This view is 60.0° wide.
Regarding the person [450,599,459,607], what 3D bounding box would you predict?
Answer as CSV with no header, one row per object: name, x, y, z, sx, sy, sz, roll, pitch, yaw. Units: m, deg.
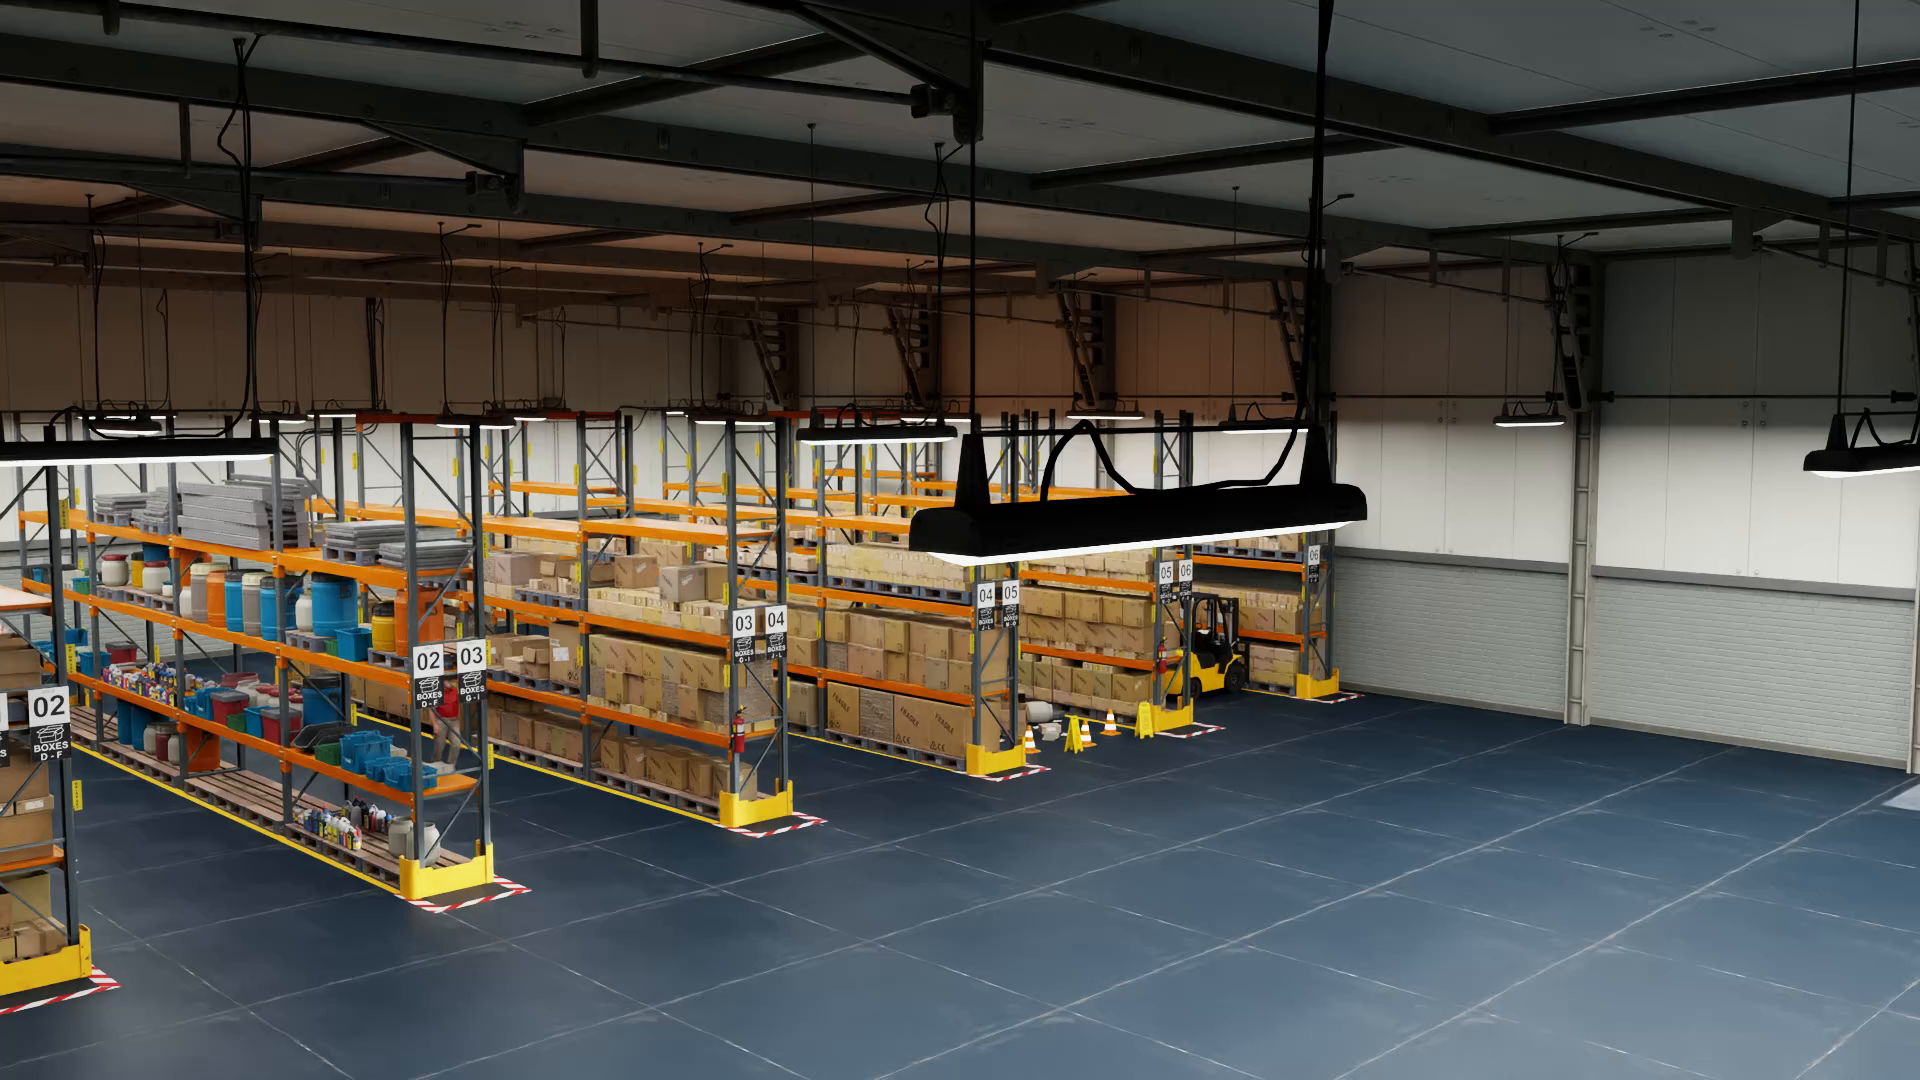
person,-12.263,1.972,40.477,0.420,1.669,0.477,-5,7,-42

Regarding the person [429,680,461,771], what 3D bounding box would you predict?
person,-8.550,3.105,27.703,0.670,1.757,0.616,4,7,42

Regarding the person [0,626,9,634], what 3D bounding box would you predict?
person,-20.289,2.418,34.970,0.494,1.733,1.133,-1,5,-16
